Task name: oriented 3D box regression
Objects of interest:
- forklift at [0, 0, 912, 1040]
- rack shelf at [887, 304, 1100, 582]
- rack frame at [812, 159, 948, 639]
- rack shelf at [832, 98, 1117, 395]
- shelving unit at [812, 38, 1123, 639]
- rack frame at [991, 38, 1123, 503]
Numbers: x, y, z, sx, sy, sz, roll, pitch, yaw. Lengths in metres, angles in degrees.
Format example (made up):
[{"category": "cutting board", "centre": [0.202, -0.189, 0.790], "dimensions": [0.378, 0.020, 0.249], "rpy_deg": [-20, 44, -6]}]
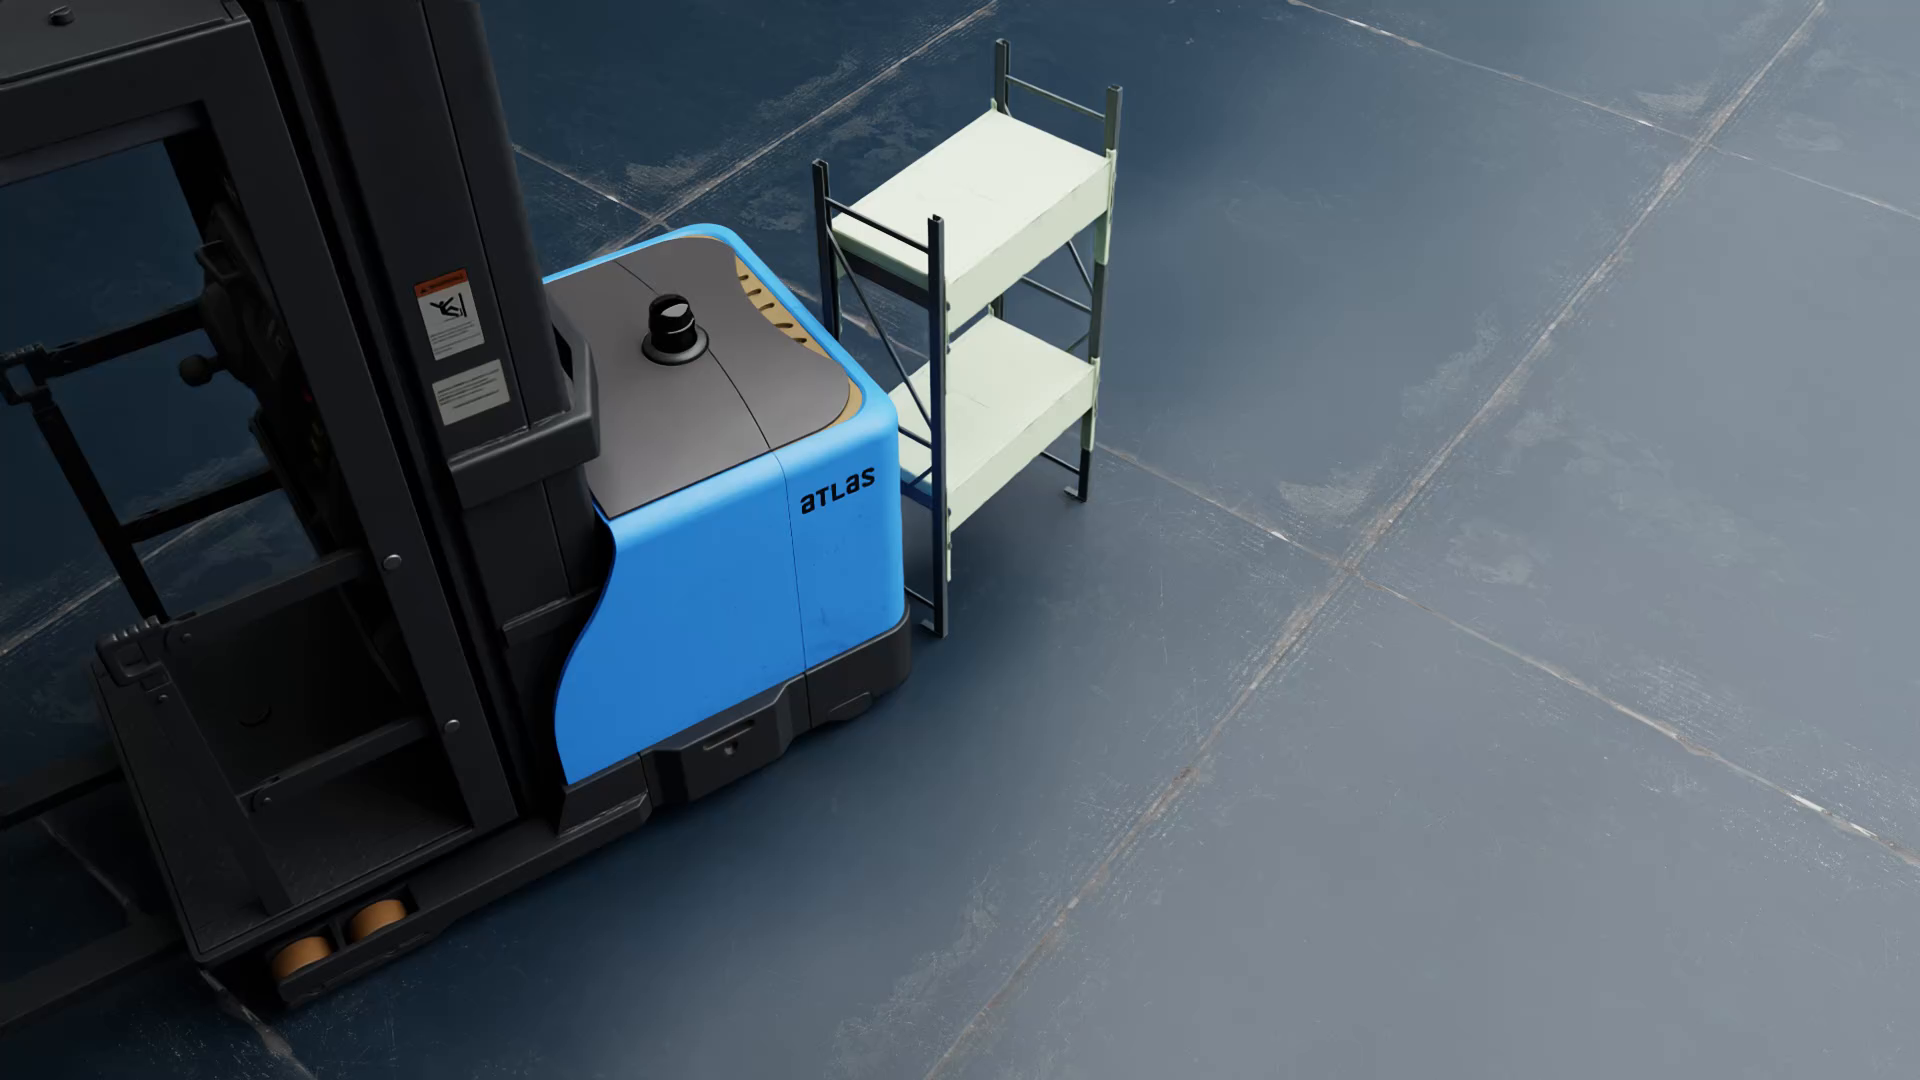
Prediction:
[{"category": "forklift", "centre": [-1.654, -0.303, 3.513], "dimensions": [3.031, 2.935, 1.130], "rpy_deg": [-25, 51, -22]}, {"category": "rack shelf", "centre": [0.029, -0.300, 4.950], "dimensions": [0.431, 0.370, 0.720], "rpy_deg": [30, 53, 26]}, {"category": "rack frame", "centre": [-0.199, -0.319, 4.517], "dimensions": [0.400, 1.500, 0.023], "rpy_deg": [30, 53, 26]}, {"category": "rack shelf", "centre": [0.029, -0.795, 4.433], "dimensions": [0.431, 0.370, 0.720], "rpy_deg": [30, 53, 26]}, {"category": "shelving unit", "centre": [0.029, -0.525, 4.715], "dimensions": [0.431, 1.500, 0.755], "rpy_deg": [30, 53, 26]}, {"category": "rack frame", "centre": [0.258, -0.732, 4.912], "dimensions": [0.400, 1.500, 0.023], "rpy_deg": [30, 53, 26]}]
